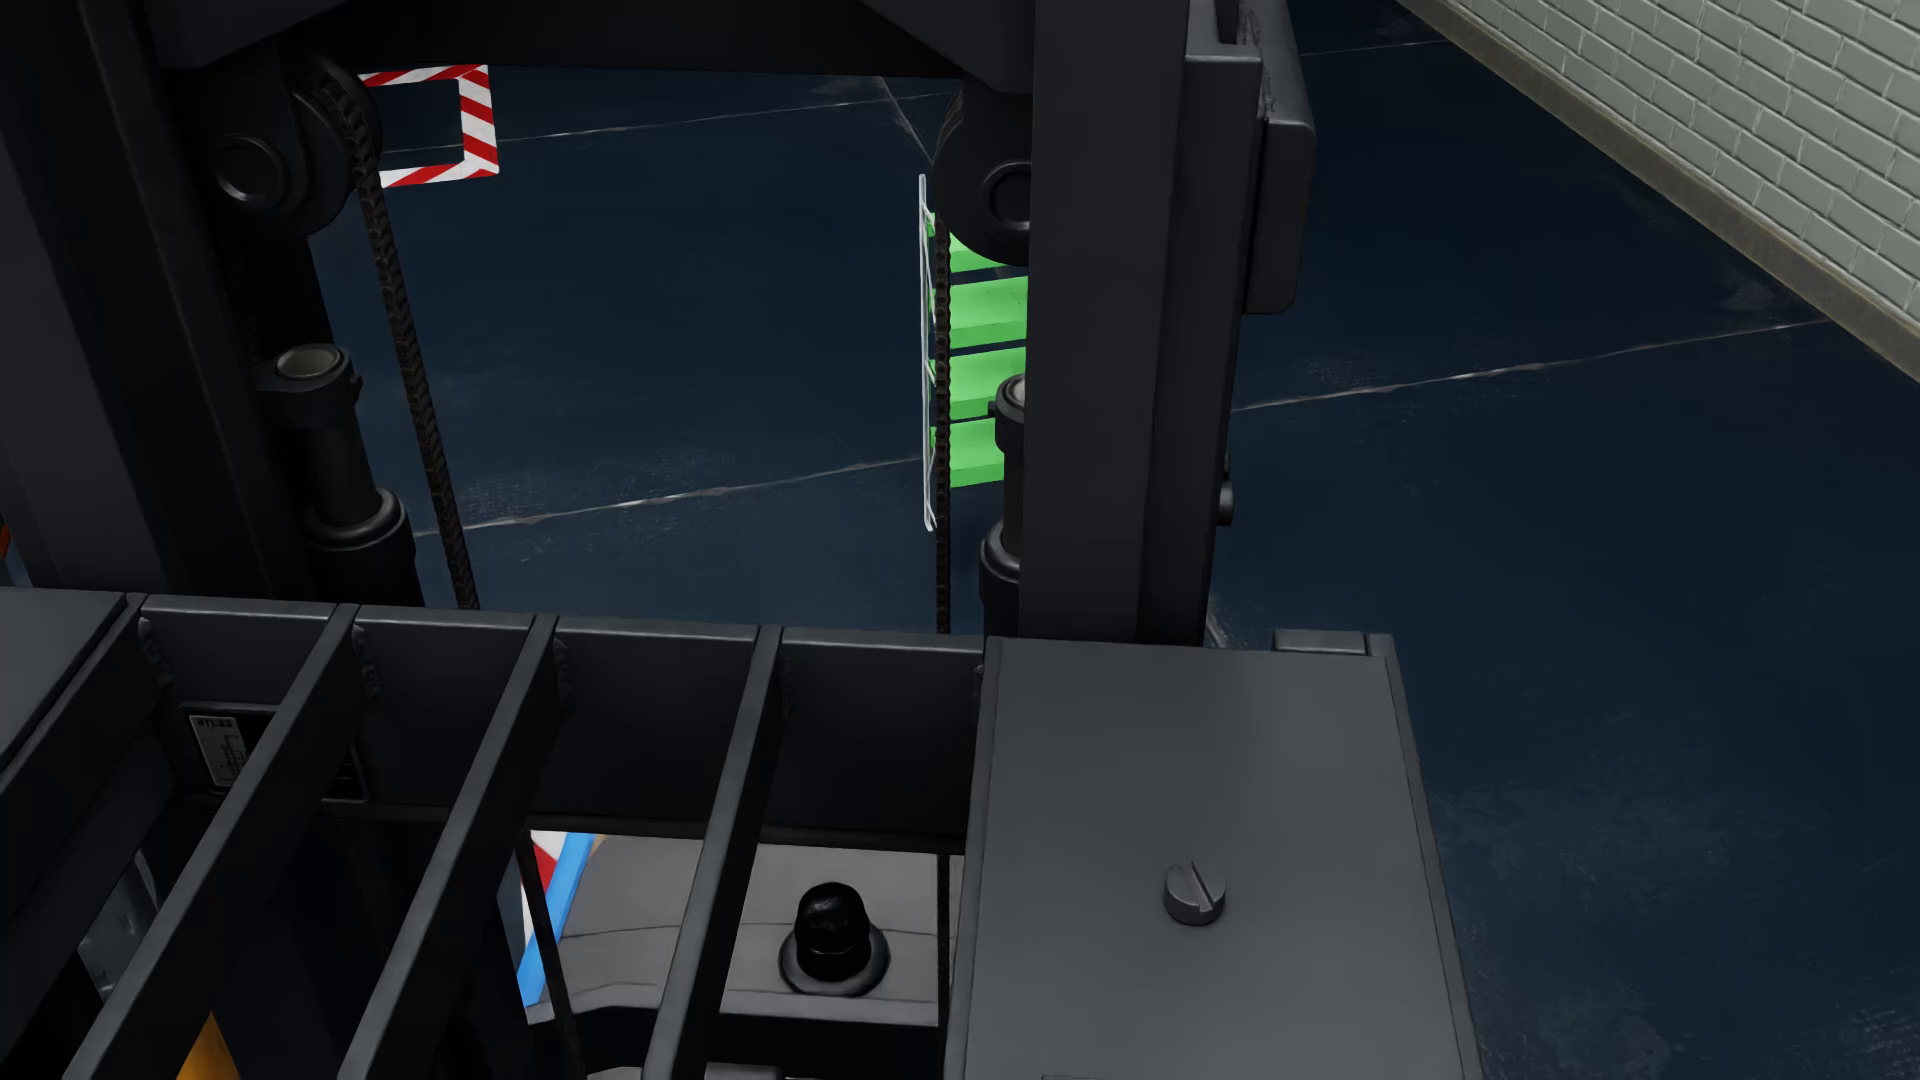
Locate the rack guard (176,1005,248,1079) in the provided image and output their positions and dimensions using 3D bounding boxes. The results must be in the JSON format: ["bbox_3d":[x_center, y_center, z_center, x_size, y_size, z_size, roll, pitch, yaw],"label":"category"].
[{"bbox_3d":[-1.790,0.827,3.758,0.348,0.500,1.175,-9,38,-12],"label":"rack guard"}]

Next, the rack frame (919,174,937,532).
[{"bbox_3d":[-0.076,-0.464,4.869,0.015,1.200,0.240,-9,38,-12],"label":"rack frame"}]

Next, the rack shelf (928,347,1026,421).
[{"bbox_3d":[0.160,-0.452,4.959,0.480,0.148,0.258,-9,38,-12],"label":"rack shelf"}]

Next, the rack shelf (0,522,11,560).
[{"bbox_3d":[-3.647,0.425,2.818,4.000,0.370,1.077,-9,38,-12],"label":"rack shelf"}]

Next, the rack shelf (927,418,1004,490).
[{"bbox_3d":[0.160,-0.261,5.104,0.480,0.148,0.258,-9,38,-12],"label":"rack shelf"}]

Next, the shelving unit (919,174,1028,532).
[{"bbox_3d":[0.160,-0.503,4.920,0.503,1.200,0.258,-9,38,-12],"label":"shelving unit"}]

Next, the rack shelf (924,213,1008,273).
[{"bbox_3d":[0.160,-0.833,4.667,0.480,0.148,0.258,-9,38,-12],"label":"rack shelf"}]

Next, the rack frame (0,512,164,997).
[{"bbox_3d":[-1.716,-0.178,3.014,0.127,3.000,1.000,-9,38,-12],"label":"rack frame"}]

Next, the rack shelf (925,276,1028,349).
[{"bbox_3d":[0.160,-0.643,4.813,0.480,0.148,0.258,-9,38,-12],"label":"rack shelf"}]
